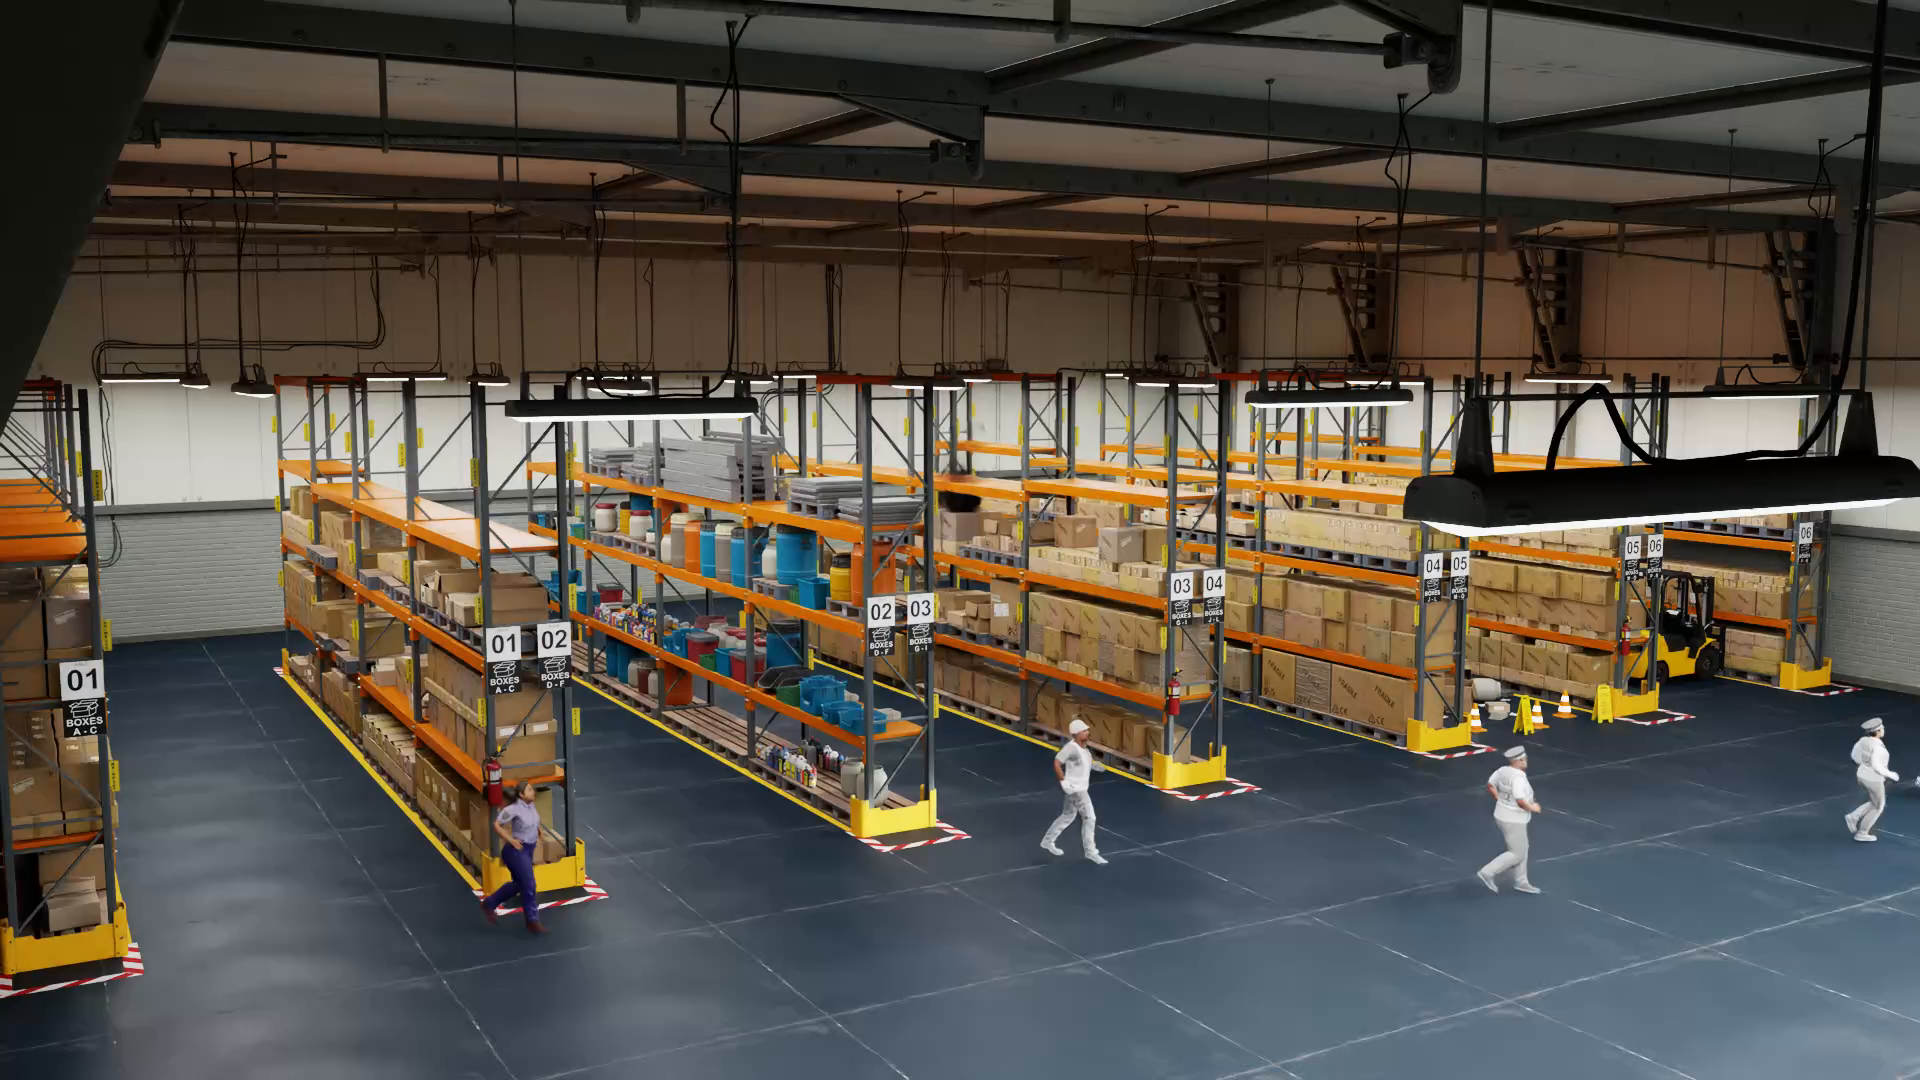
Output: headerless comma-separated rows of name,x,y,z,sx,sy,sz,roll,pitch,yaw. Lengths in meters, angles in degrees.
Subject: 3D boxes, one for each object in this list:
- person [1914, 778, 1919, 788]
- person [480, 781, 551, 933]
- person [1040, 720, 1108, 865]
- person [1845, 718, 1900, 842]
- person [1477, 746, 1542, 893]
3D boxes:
person,14.220,2.829,23.825,0.923,1.797,0.645,2,6,15
person,-4.932,3.511,18.603,0.871,1.644,0.634,1,6,10
person,1.437,3.154,20.932,0.859,1.818,0.668,1,6,5
person,11.939,3.131,21.752,0.539,1.651,0.592,0,6,4
person,6.492,3.315,19.633,0.839,1.789,0.685,-1,6,-6
